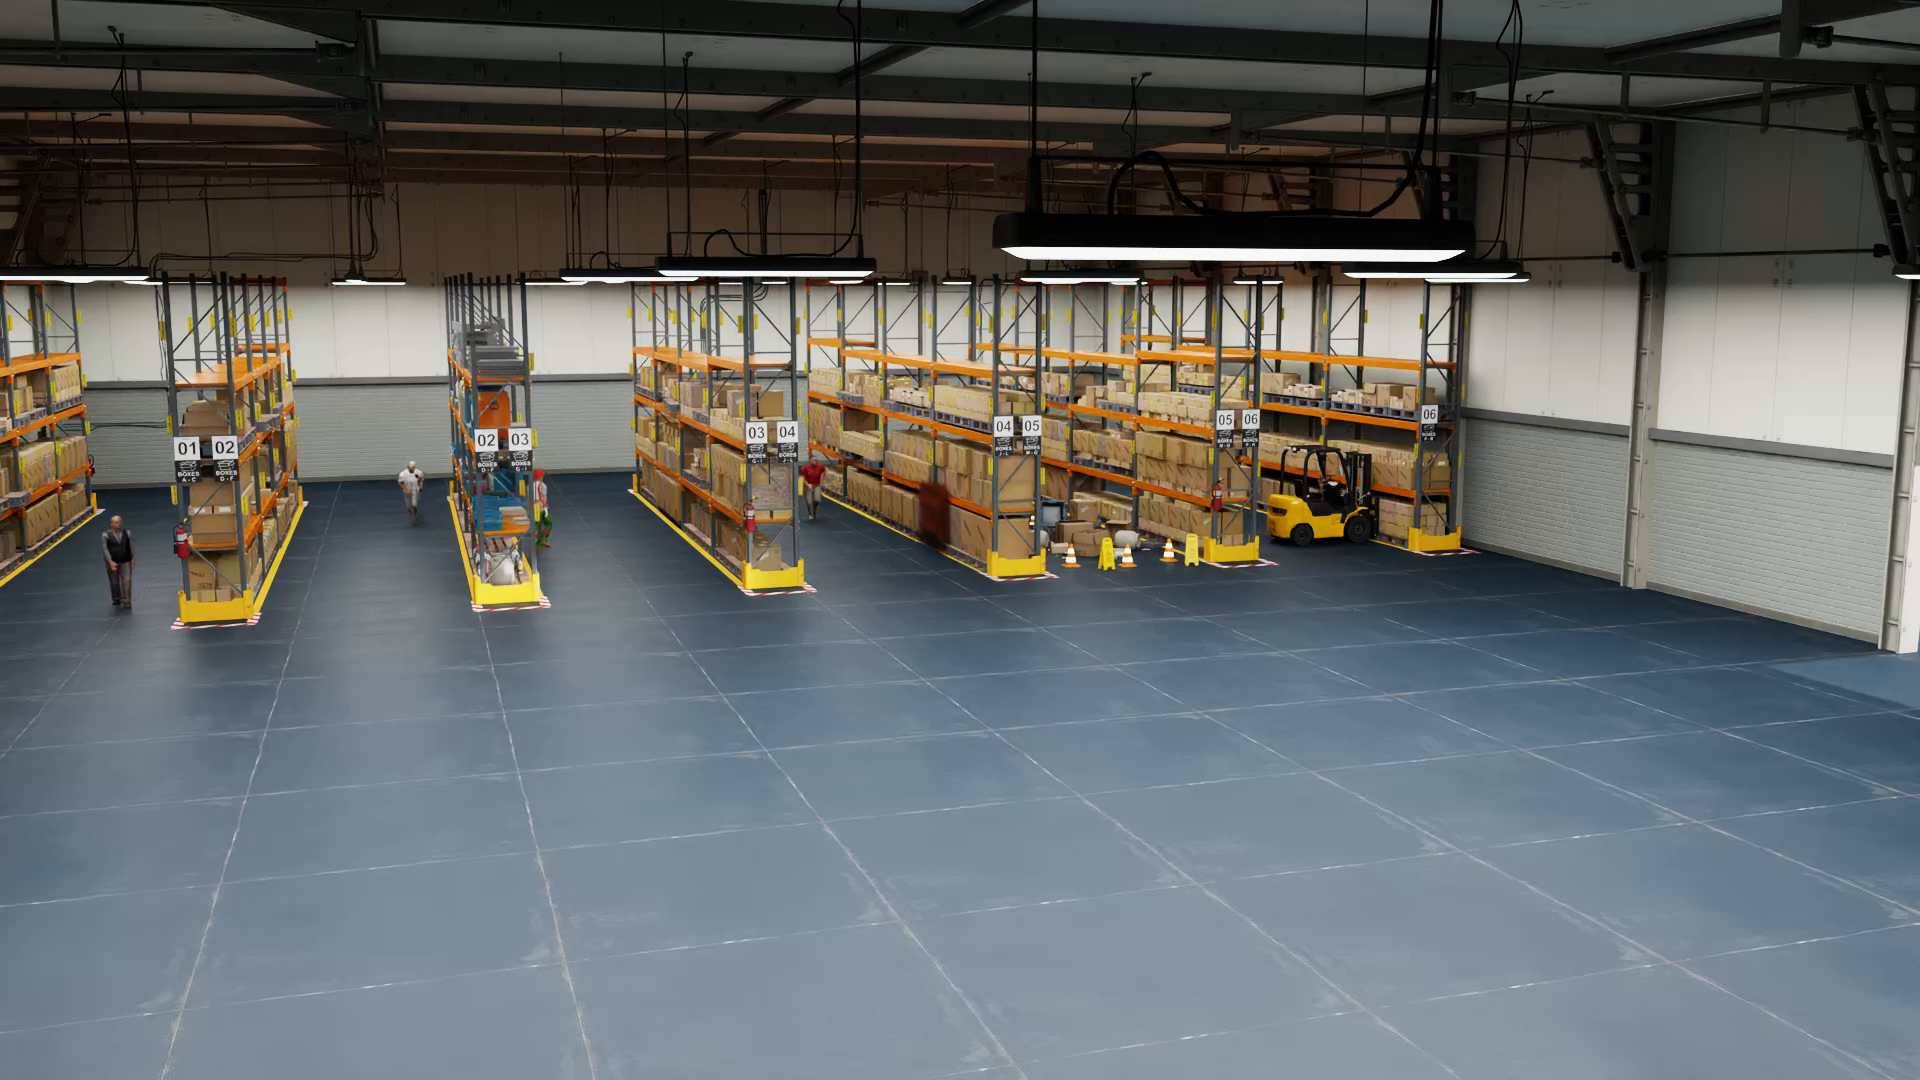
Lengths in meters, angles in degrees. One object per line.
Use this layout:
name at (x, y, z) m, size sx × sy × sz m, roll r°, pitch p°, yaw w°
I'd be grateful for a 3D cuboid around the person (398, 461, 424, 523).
person at (-13.387, -1.168, 40.611) m, size 0.547 × 1.570 × 0.750 m, roll -1°, pitch 9°, yaw -7°

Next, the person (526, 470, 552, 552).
person at (-9.215, -0.649, 36.384) m, size 0.558 × 1.759 × 0.501 m, roll 0°, pitch 9°, yaw 3°

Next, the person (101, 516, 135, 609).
person at (-15.073, 0.397, 29.832) m, size 0.537 × 1.658 × 1.015 m, roll -6°, pitch 10°, yaw -34°

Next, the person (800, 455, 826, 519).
person at (-3.666, -1.322, 41.460) m, size 0.671 × 1.627 × 0.722 m, roll -1°, pitch 9°, yaw -10°

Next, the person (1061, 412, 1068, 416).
person at (3.438, -3.317, 54.212) m, size 0.986 × 1.720 × 0.533 m, roll -4°, pitch 9°, yaw -25°
